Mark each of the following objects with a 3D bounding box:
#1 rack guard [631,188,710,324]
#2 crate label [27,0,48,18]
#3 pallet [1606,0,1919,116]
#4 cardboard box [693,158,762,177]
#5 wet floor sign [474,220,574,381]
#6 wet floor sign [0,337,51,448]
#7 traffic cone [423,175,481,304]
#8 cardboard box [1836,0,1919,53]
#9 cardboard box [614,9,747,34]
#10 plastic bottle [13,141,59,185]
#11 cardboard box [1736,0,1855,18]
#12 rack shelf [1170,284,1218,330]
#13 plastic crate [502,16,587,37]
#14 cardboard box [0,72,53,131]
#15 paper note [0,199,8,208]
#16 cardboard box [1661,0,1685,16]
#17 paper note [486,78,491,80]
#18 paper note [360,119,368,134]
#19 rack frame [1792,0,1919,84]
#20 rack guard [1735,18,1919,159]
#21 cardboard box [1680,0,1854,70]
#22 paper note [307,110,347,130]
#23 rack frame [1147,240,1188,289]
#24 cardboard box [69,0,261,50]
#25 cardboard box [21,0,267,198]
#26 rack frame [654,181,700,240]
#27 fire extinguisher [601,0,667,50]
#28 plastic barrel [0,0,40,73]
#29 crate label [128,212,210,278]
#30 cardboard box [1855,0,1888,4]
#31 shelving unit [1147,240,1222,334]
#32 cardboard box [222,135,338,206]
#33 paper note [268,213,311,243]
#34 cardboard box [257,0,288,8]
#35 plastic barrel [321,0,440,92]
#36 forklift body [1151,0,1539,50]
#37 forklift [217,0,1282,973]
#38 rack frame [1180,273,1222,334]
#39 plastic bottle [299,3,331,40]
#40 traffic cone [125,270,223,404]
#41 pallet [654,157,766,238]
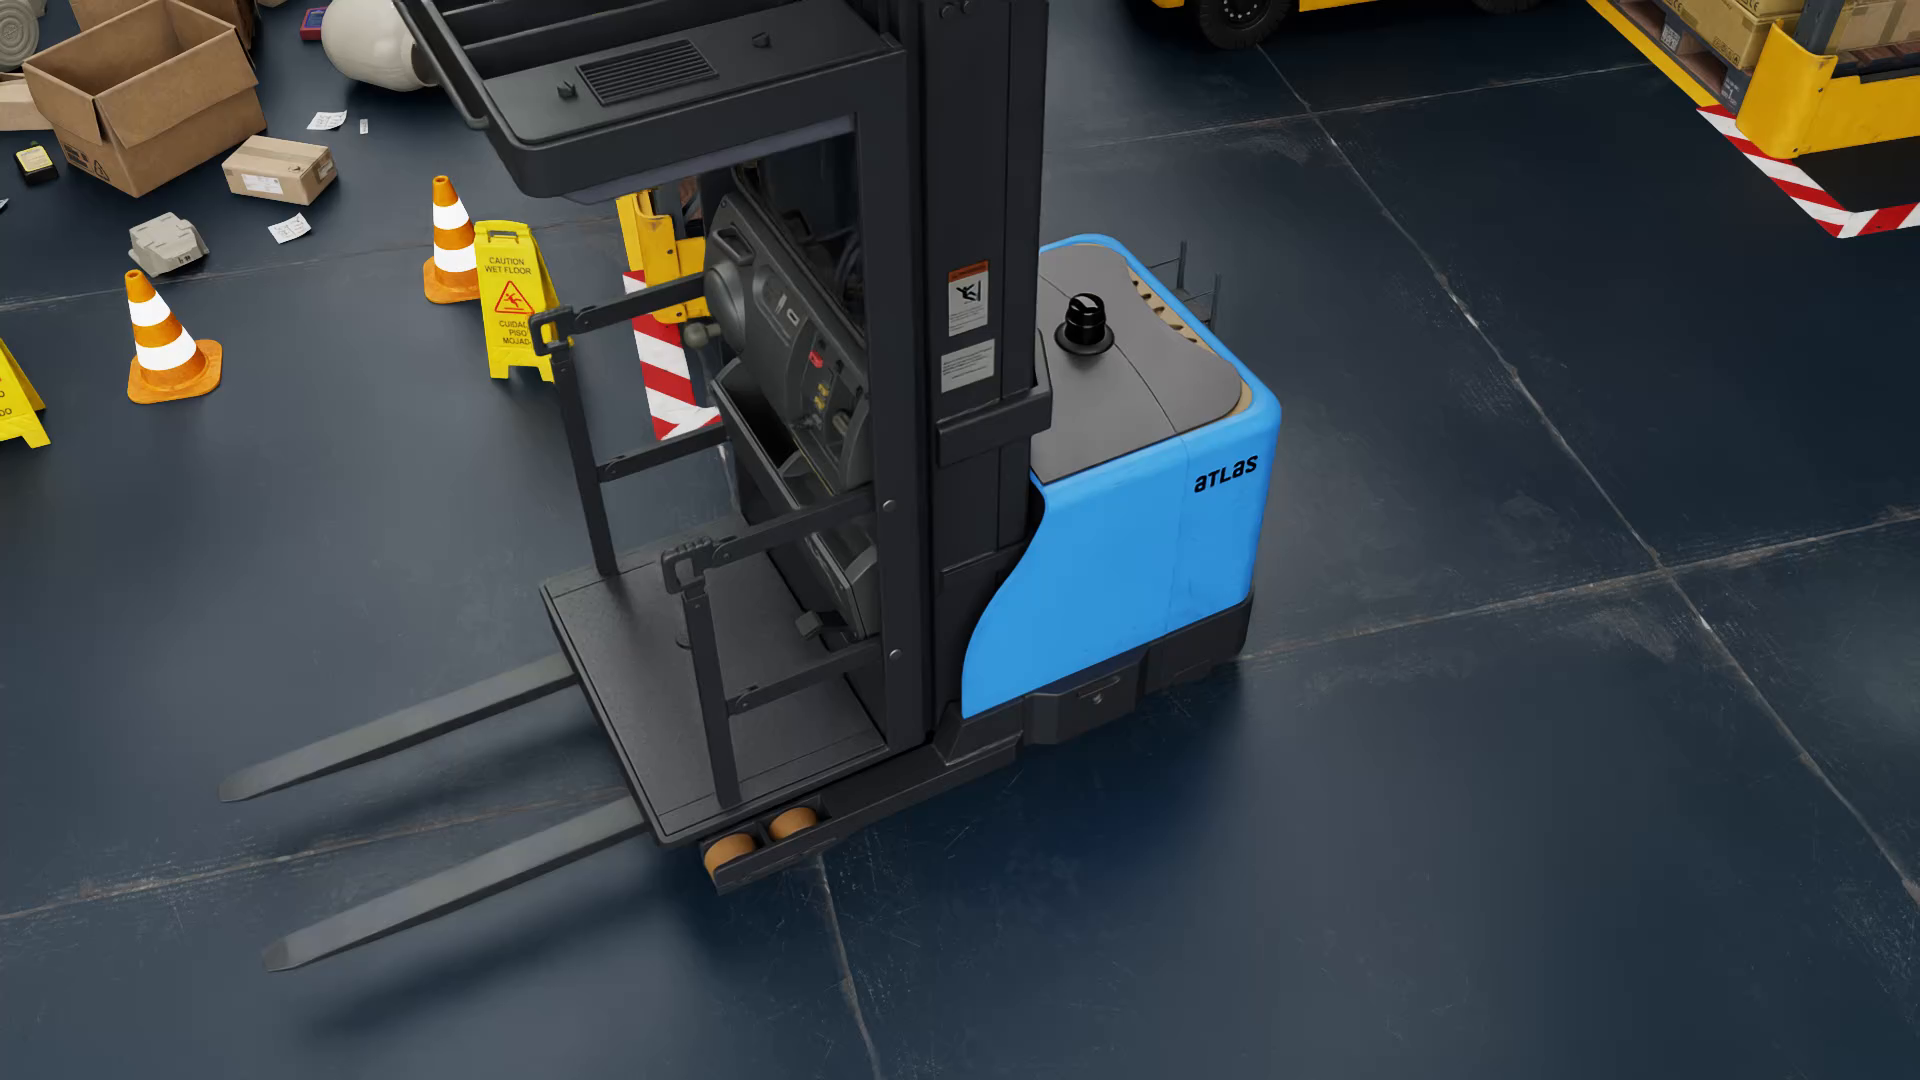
[{"bbox_3d":[-0.683,-1.247,6.622,1.175,0.500,0.348,-11,47,-10],"label":"rack guard"},{"bbox_3d":[-4.727,-2.686,8.286,0.250,0.136,0.298,27,51,24],"label":"crate label"},{"bbox_3d":[3.898,-2.524,8.076,1.003,0.211,1.213,-11,47,-10],"label":"pallet"},{"bbox_3d":[-1.137,-1.779,7.025,0.500,0.250,0.500,-11,47,-11],"label":"cardboard box"},{"bbox_3d":[-1.649,-0.919,6.198,0.267,0.644,0.232,4,46,4],"label":"wet floor sign"},{"bbox_3d":[-3.501,-0.613,5.898,0.267,0.644,0.232,-18,48,-17],"label":"wet floor sign"},{"bbox_3d":[-2.020,-1.242,6.644,0.336,0.463,0.334,-11,47,-10],"label":"traffic cone"},{"bbox_3d":[4.197,-2.539,7.769,0.500,0.250,0.500,-11,47,-10],"label":"cardboard box"},{"bbox_3d":[-1.121,-2.022,6.737,0.500,0.500,0.500,-10,46,-10],"label":"cardboard box"},{"bbox_3d":[-4.093,-1.673,7.346,0.133,0.061,0.283,-26,51,-24],"label":"plastic bottle"},{"bbox_3d":[3.707,-2.618,7.497,0.500,0.250,0.500,-11,47,-11],"label":"cardboard box"},{"bbox_3d":[0.686,-0.728,5.501,0.258,0.077,0.200,-20,49,-19],"label":"rack shelf"},{"bbox_3d":[-2.078,-2.575,8.218,0.402,0.080,0.583,-26,51,-24],"label":"plastic crate"},{"bbox_3d":[-4.226,-2.049,7.572,0.396,0.266,0.258,-3,46,-3],"label":"cardboard box"},{"bbox_3d":[-4.172,-1.419,7.120,0.144,0.017,0.142,4,46,4],"label":"paper note"},{"bbox_3d":[3.590,-2.776,8.001,0.500,0.250,0.500,-11,47,-10],"label":"cardboard box"},{"bbox_3d":[-2.249,-2.142,7.828,0.142,0.019,0.148,-26,51,-24],"label":"paper note"},{"bbox_3d":[-2.723,-1.890,7.595,0.032,0.001,0.123,-11,47,-10],"label":"paper note"},{"bbox_3d":[4.134,-2.980,6.570,1.000,3.000,0.127,-11,47,-10],"label":"rack frame"},{"bbox_3d":[4.140,-2.088,7.446,1.175,0.500,0.348,-11,47,-10],"label":"rack guard"},{"bbox_3d":[3.708,-2.431,7.663,0.500,0.250,0.500,-10,46,-10],"label":"cardboard box"},{"bbox_3d":[-2.902,-1.929,7.627,0.148,0.019,0.142,4,46,4],"label":"paper note"},{"bbox_3d":[0.640,-0.626,5.733,0.240,0.900,0.006,-20,49,-19],"label":"rack frame"},{"bbox_3d":[-3.808,-2.637,7.887,0.797,0.637,0.503,-11,47,-10],"label":"cardboard box"},{"bbox_3d":[-3.560,-1.945,7.304,0.637,0.503,0.797,27,51,24],"label":"cardboard box"},{"bbox_3d":[-0.663,-2.069,5.678,1.000,3.000,0.127,-11,47,-10],"label":"rack frame"},{"bbox_3d":[-1.080,-1.879,5.545,0.296,0.674,0.183,-11,47,-10],"label":"fire extinguisher"},{"bbox_3d":[-4.673,-2.452,7.856,0.512,0.421,0.421,19,48,17],"label":"plastic barrel"},{"bbox_3d":[-3.268,-1.222,6.852,0.250,0.136,0.298,-35,55,-30],"label":"crate label"},{"bbox_3d":[4.214,-2.702,7.579,0.500,0.250,0.500,-10,46,-10],"label":"cardboard box"},{"bbox_3d":[0.687,-0.562,5.669,0.258,0.900,0.210,-20,49,-19],"label":"shelving unit"},{"bbox_3d":[-2.951,-1.607,7.220,0.380,0.149,0.250,11,47,11],"label":"cardboard box"},{"bbox_3d":[-2.830,-1.319,7.021,0.148,0.019,0.142,-26,51,-24],"label":"paper note"},{"bbox_3d":[-3.554,-2.919,8.425,0.396,0.266,0.258,27,51,24],"label":"cardboard box"},{"bbox_3d":[-2.656,-2.317,7.724,0.512,0.421,0.421,19,48,17],"label":"plastic barrel"},{"bbox_3d":[1.885,-3.658,7.829,2.313,2.155,1.214,-11,47,-10],"label":"forklift body"},{"bbox_3d":[-0.629,-0.461,4.149,3.031,2.935,1.130,-21,49,-19],"label":"forklift"},{"bbox_3d":[0.734,-0.497,5.606,0.240,0.900,0.006,-20,49,-19],"label":"rack frame"},{"bbox_3d":[-3.170,-2.569,8.224,0.133,0.061,0.283,-3,46,-3],"label":"plastic bottle"},{"bbox_3d":[-3.006,-0.805,6.215,0.336,0.463,0.334,-11,47,-10],"label":"traffic cone"},{"bbox_3d":[-0.857,-1.713,7.281,1.003,0.211,1.213,-11,47,-10],"label":"pallet"}]
